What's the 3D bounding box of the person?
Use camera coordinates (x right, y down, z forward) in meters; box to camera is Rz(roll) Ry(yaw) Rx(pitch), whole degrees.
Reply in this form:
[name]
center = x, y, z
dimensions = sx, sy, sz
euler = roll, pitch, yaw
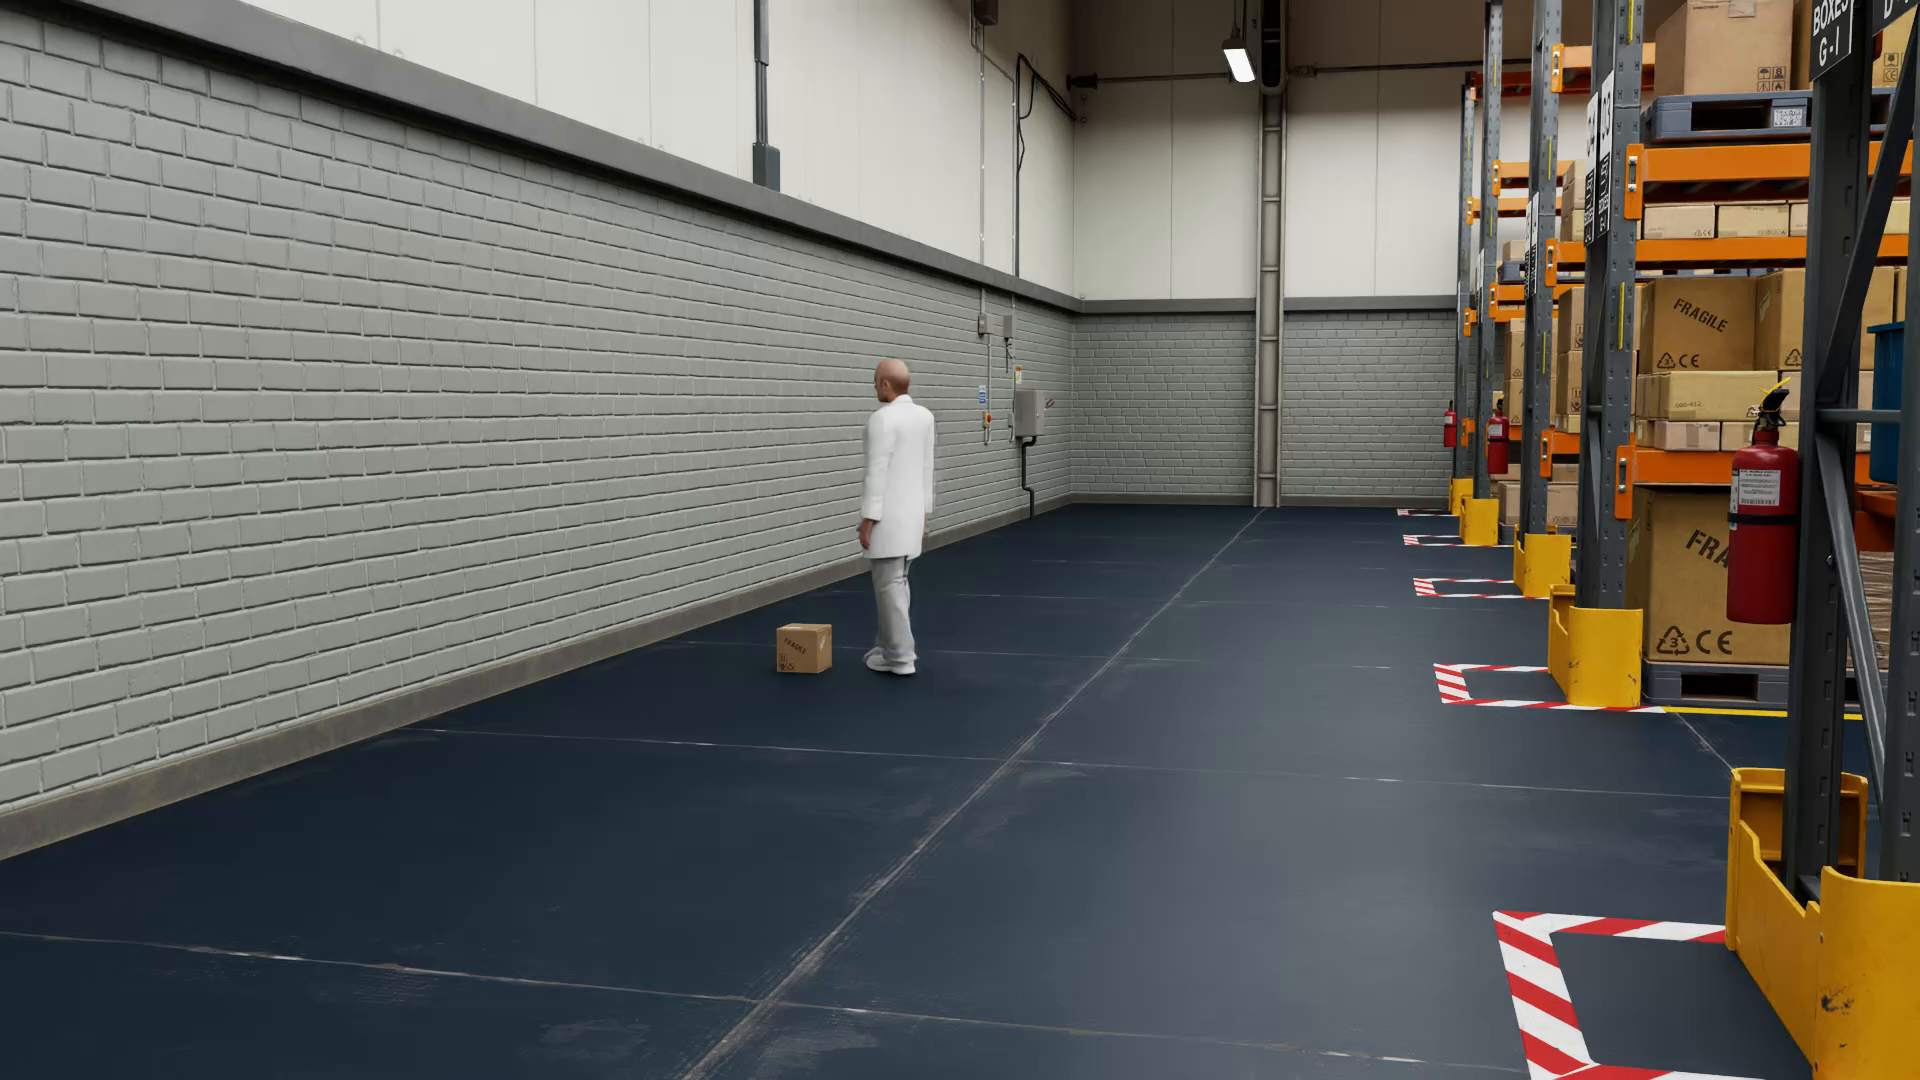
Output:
[person]
center = -0.473, -0.134, 9.521
dimensions = 0.574, 1.791, 0.602
euler = 3, 6, 33
